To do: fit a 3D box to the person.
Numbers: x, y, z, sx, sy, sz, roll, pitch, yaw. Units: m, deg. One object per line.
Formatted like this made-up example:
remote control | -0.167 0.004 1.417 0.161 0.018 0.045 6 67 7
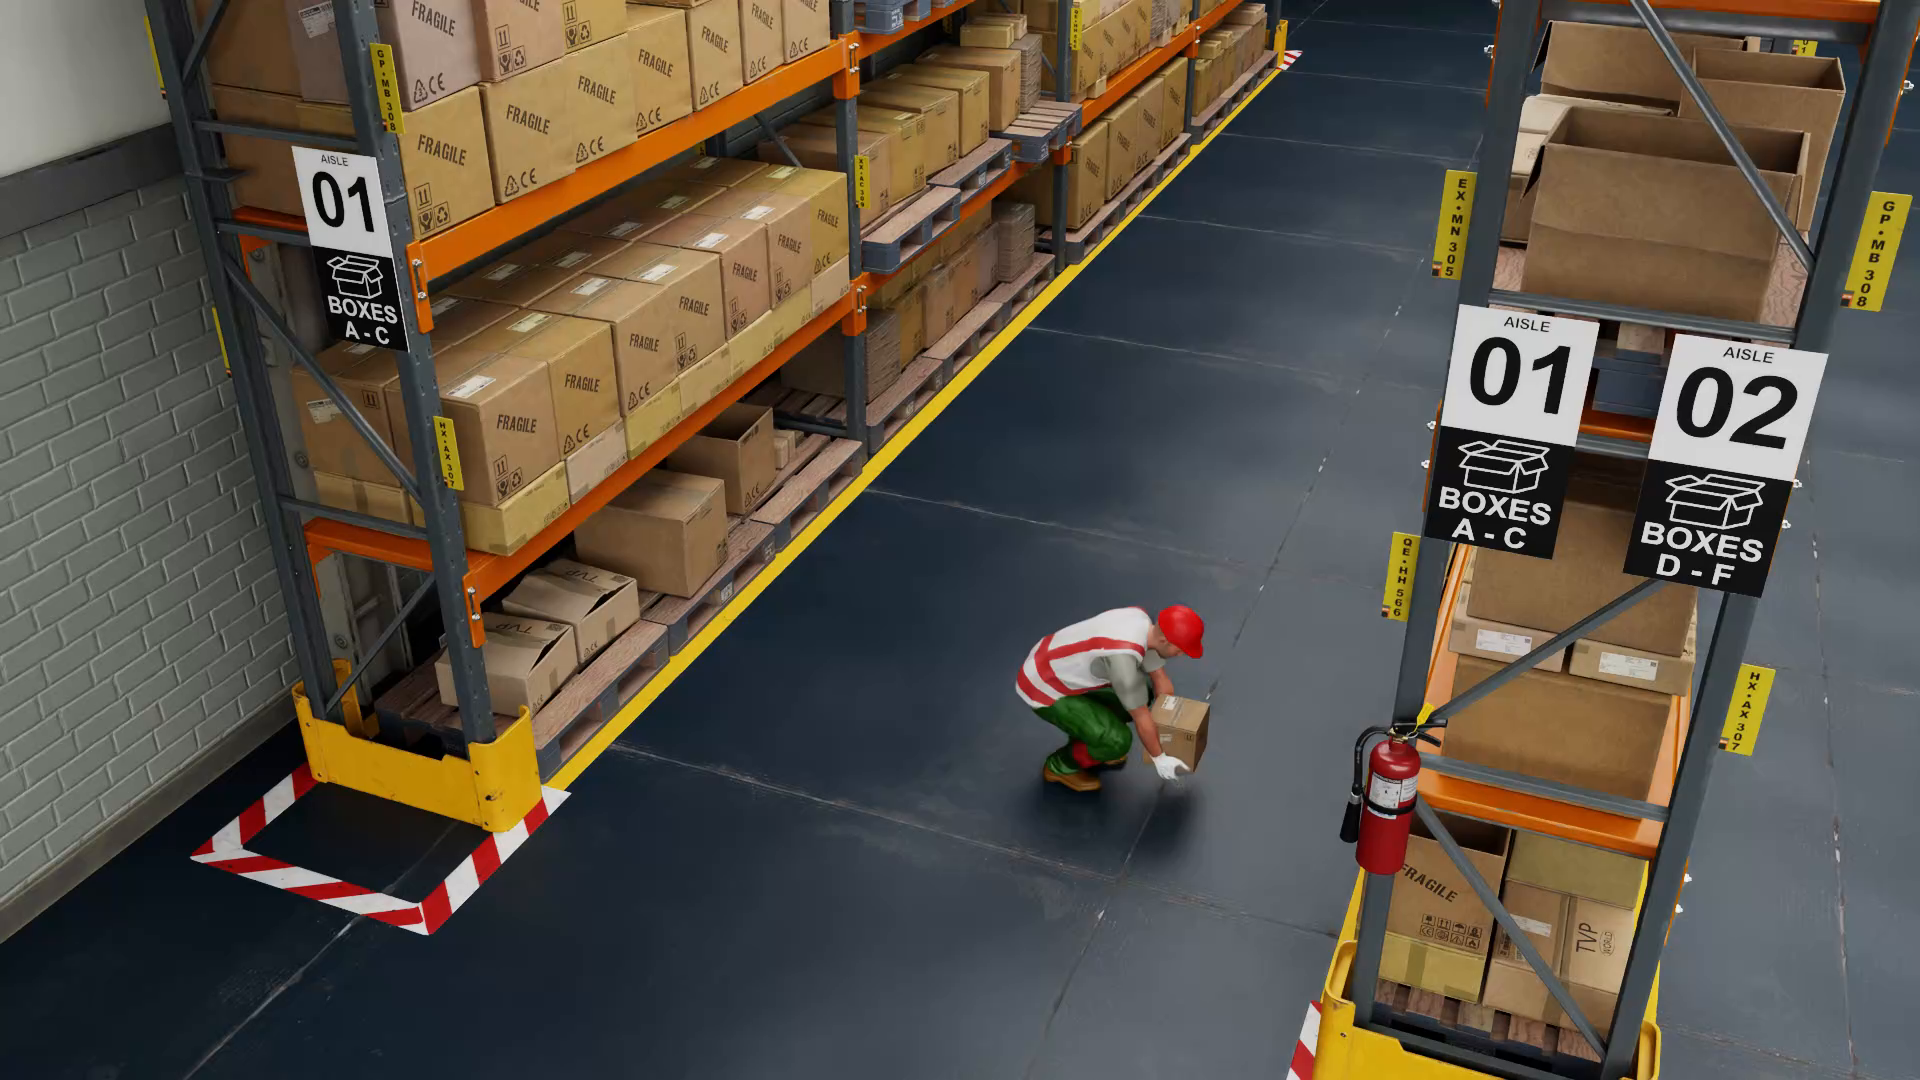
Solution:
person | 0.722 0.710 7.932 0.895 0.997 0.542 11 31 18
